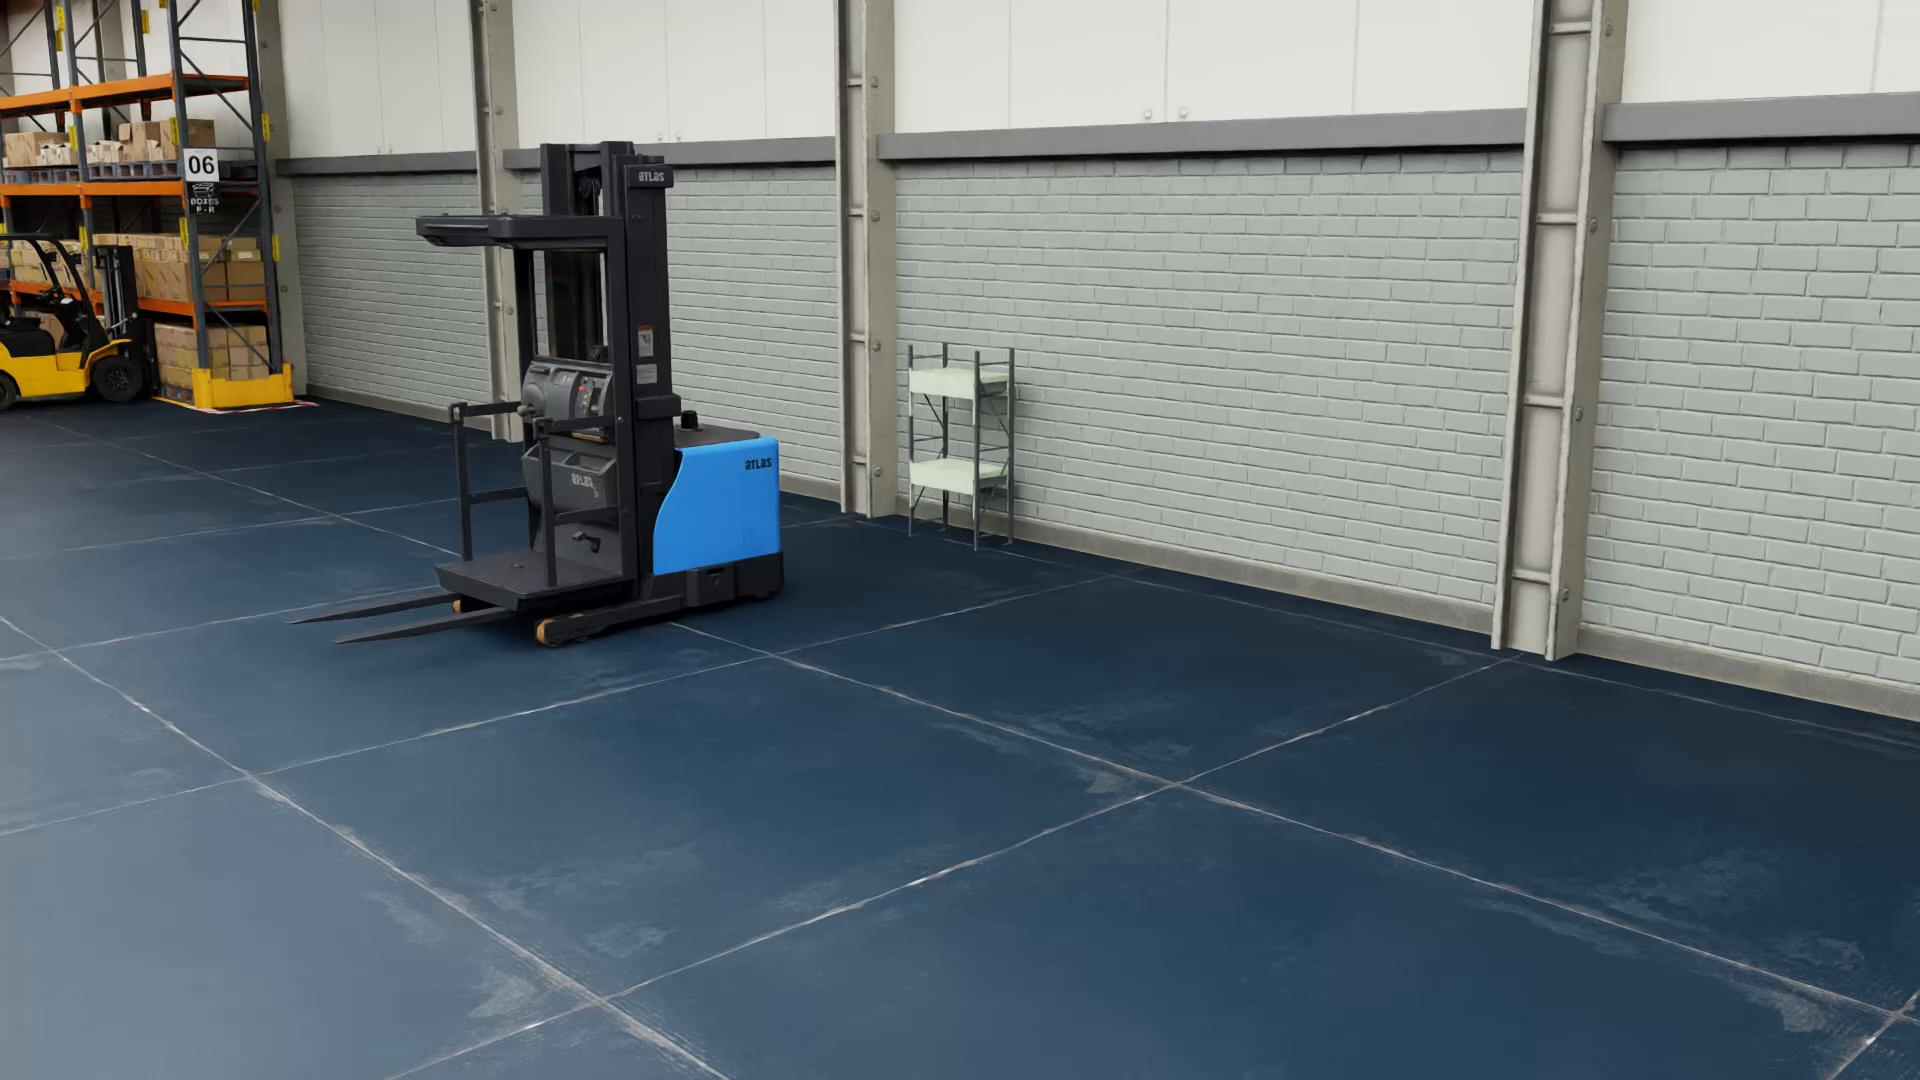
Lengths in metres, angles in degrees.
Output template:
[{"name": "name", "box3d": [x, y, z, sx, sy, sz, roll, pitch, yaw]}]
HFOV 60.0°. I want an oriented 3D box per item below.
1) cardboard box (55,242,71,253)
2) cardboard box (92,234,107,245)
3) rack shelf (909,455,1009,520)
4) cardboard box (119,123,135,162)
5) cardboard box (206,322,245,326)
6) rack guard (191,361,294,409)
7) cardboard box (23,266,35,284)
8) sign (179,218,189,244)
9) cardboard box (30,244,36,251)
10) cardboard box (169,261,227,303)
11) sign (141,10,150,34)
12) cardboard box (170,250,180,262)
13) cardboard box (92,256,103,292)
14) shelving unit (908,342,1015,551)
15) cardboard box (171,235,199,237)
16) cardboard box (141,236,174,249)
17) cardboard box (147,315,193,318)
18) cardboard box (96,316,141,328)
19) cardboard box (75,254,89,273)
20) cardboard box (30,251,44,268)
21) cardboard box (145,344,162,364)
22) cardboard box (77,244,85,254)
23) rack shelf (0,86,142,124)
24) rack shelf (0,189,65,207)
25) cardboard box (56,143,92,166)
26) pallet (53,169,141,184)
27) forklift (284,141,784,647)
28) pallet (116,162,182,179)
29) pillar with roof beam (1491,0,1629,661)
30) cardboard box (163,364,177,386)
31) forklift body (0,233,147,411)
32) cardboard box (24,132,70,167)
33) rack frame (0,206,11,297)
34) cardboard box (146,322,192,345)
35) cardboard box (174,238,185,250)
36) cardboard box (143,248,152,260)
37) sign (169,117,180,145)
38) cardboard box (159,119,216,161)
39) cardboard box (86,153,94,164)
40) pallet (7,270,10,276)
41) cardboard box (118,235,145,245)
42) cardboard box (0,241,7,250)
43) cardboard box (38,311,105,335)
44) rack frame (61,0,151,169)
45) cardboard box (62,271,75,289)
[{"name": "cardboard box", "box3d": [-13.285, -4.376, 24.863, 0.380, 0.149, 0.250, -11, 16, -42]}, {"name": "cardboard box", "box3d": [-11.979, -4.233, 23.429, 0.380, 0.149, 0.250, -10, 16, -41]}, {"name": "rack shelf", "box3d": [0.005, -0.414, 12.821, 0.431, 0.370, 0.720, -11, 16, -43]}, {"name": "cardboard box", "box3d": [-10.716, -5.283, 22.144, 0.797, 0.503, 0.637, -10, 15, -41]}, {"name": "cardboard box", "box3d": [-9.765, -2.742, 22.082, 0.500, 0.250, 0.500, -11, 16, -42]}, {"name": "rack guard", "box3d": [-9.206, -1.996, 21.363, 1.175, 0.500, 0.348, -11, 16, -43]}, {"name": "cardboard box", "box3d": [-14.274, -4.145, 25.971, 0.500, 0.250, 0.500, -11, 16, -44]}, {"name": "sign", "box3d": [-9.624, -3.834, 20.630, 0.100, 0.325, 0.005, -11, 16, -43]}, {"name": "cardboard box", "box3d": [-14.169, -4.562, 25.765, 0.380, 0.149, 0.250, -11, 16, -42]}, {"name": "cardboard box", "box3d": [-9.752, -3.308, 21.289, 0.500, 0.500, 0.500, -11, 16, -44]}, {"name": "sign", "box3d": [-11.566, -7.355, 23.604, 0.100, 0.325, 0.005, -11, 16, -43]}, {"name": "cardboard box", "box3d": [-9.862, -3.636, 21.269, 0.380, 0.149, 0.250, -11, 16, -42]}, {"name": "cardboard box", "box3d": [-11.867, -3.756, 23.460, 0.500, 0.500, 0.500, 11, 16, 44]}, {"name": "shelving unit", "box3d": [0.005, -0.734, 12.755, 0.431, 1.500, 0.755, -11, 16, -43]}, {"name": "cardboard box", "box3d": [-10.532, -4.083, 22.704, 0.380, 0.149, 0.250, -10, 15, -41]}, {"name": "cardboard box", "box3d": [-10.576, -3.932, 21.970, 0.380, 0.149, 0.250, -10, 16, -41]}, {"name": "cardboard box", "box3d": [-11.144, -3.040, 23.529, 0.500, 0.250, 0.500, -11, 16, -43]}, {"name": "cardboard box", "box3d": [-11.878, -3.042, 23.541, 0.500, 0.250, 0.500, -11, 16, -43]}, {"name": "cardboard box", "box3d": [-12.509, -4.015, 24.101, 0.500, 0.250, 0.500, -11, 16, -44]}, {"name": "cardboard box", "box3d": [-13.924, -4.312, 25.541, 0.500, 0.250, 0.500, 11, 16, 44]}, {"name": "cardboard box", "box3d": [-10.495, -2.503, 22.160, 0.500, 0.250, 0.500, -11, 16, -44]}, {"name": "cardboard box", "box3d": [-12.573, -4.229, 24.148, 0.380, 0.149, 0.250, -11, 16, -43]}, {"name": "rack shelf", "box3d": [-13.366, -6.490, 24.886, 1.077, 0.370, 4.000, -11, 16, -43]}, {"name": "rack shelf", "box3d": [-16.128, -5.801, 27.981, 1.077, 0.370, 4.000, -11, 16, -43]}, {"name": "cardboard box", "box3d": [-12.661, -5.560, 23.963, 0.500, 0.311, 0.500, 11, 16, 43]}, {"name": "pallet", "box3d": [-12.603, -5.310, 24.294, 1.217, 0.209, 0.805, 11, 16, 43]}, {"name": "forklift", "box3d": [-2.571, -0.918, 10.106, 3.031, 2.935, 1.130, -11, 16, -44]}, {"name": "pallet", "box3d": [-10.539, -4.935, 22.217, 1.003, 0.211, 1.213, -11, 16, -43]}, {"name": "pillar with roof beam", "box3d": [0.266, -3.163, 5.963, 9.100, 9.000, 0.400, -11, 16, -43]}, {"name": "cardboard box", "box3d": [-10.112, -2.182, 21.841, 0.500, 0.250, 0.500, -11, 16, -43]}, {"name": "forklift body", "box3d": [-11.851, -2.831, 21.323, 2.313, 2.155, 1.214, -11, 16, -43]}, {"name": "cardboard box", "box3d": [-13.720, -5.876, 25.031, 0.500, 0.500, 0.500, -10, 16, -41]}, {"name": "rack frame", "box3d": [-17.509, -4.976, 29.628, 1.000, 3.000, 0.127, -11, 16, -43]}, {"name": "cardboard box", "box3d": [-10.479, -2.743, 22.086, 0.500, 0.250, 0.500, -11, 16, -42]}, {"name": "cardboard box", "box3d": [-9.815, -3.791, 21.287, 0.380, 0.149, 0.250, -11, 16, -42]}, {"name": "cardboard box", "box3d": [-10.568, -3.786, 22.001, 0.380, 0.149, 0.250, -11, 16, -42]}, {"name": "sign", "box3d": [-9.624, -5.015, 20.387, 0.100, 0.325, 0.005, -11, 16, -43]}, {"name": "cardboard box", "box3d": [-9.704, -5.028, 20.911, 0.500, 0.500, 0.500, -10, 15, -41]}, {"name": "cardboard box", "box3d": [-11.895, -5.301, 23.108, 0.380, 0.149, 0.250, -10, 16, -41]}, {"name": "pallet", "box3d": [-16.093, -4.581, 28.189, 1.003, 0.211, 1.213, -11, 16, -43]}, {"name": "cardboard box", "box3d": [-11.248, -4.085, 22.713, 0.380, 0.149, 0.250, -11, 16, -43]}, {"name": "cardboard box", "box3d": [-16.008, -4.861, 27.773, 0.637, 0.503, 0.797, 11, 16, 44]}, {"name": "cardboard box", "box3d": [-13.869, -3.247, 26.083, 0.875, 0.625, 0.625, -10, 15, -41]}, {"name": "rack frame", "box3d": [-11.985, -6.746, 23.356, 1.000, 3.000, 0.127, -11, 16, -43]}, {"name": "cardboard box", "box3d": [-12.873, -3.844, 24.509, 0.500, 0.250, 0.500, -11, 16, -43]}]
